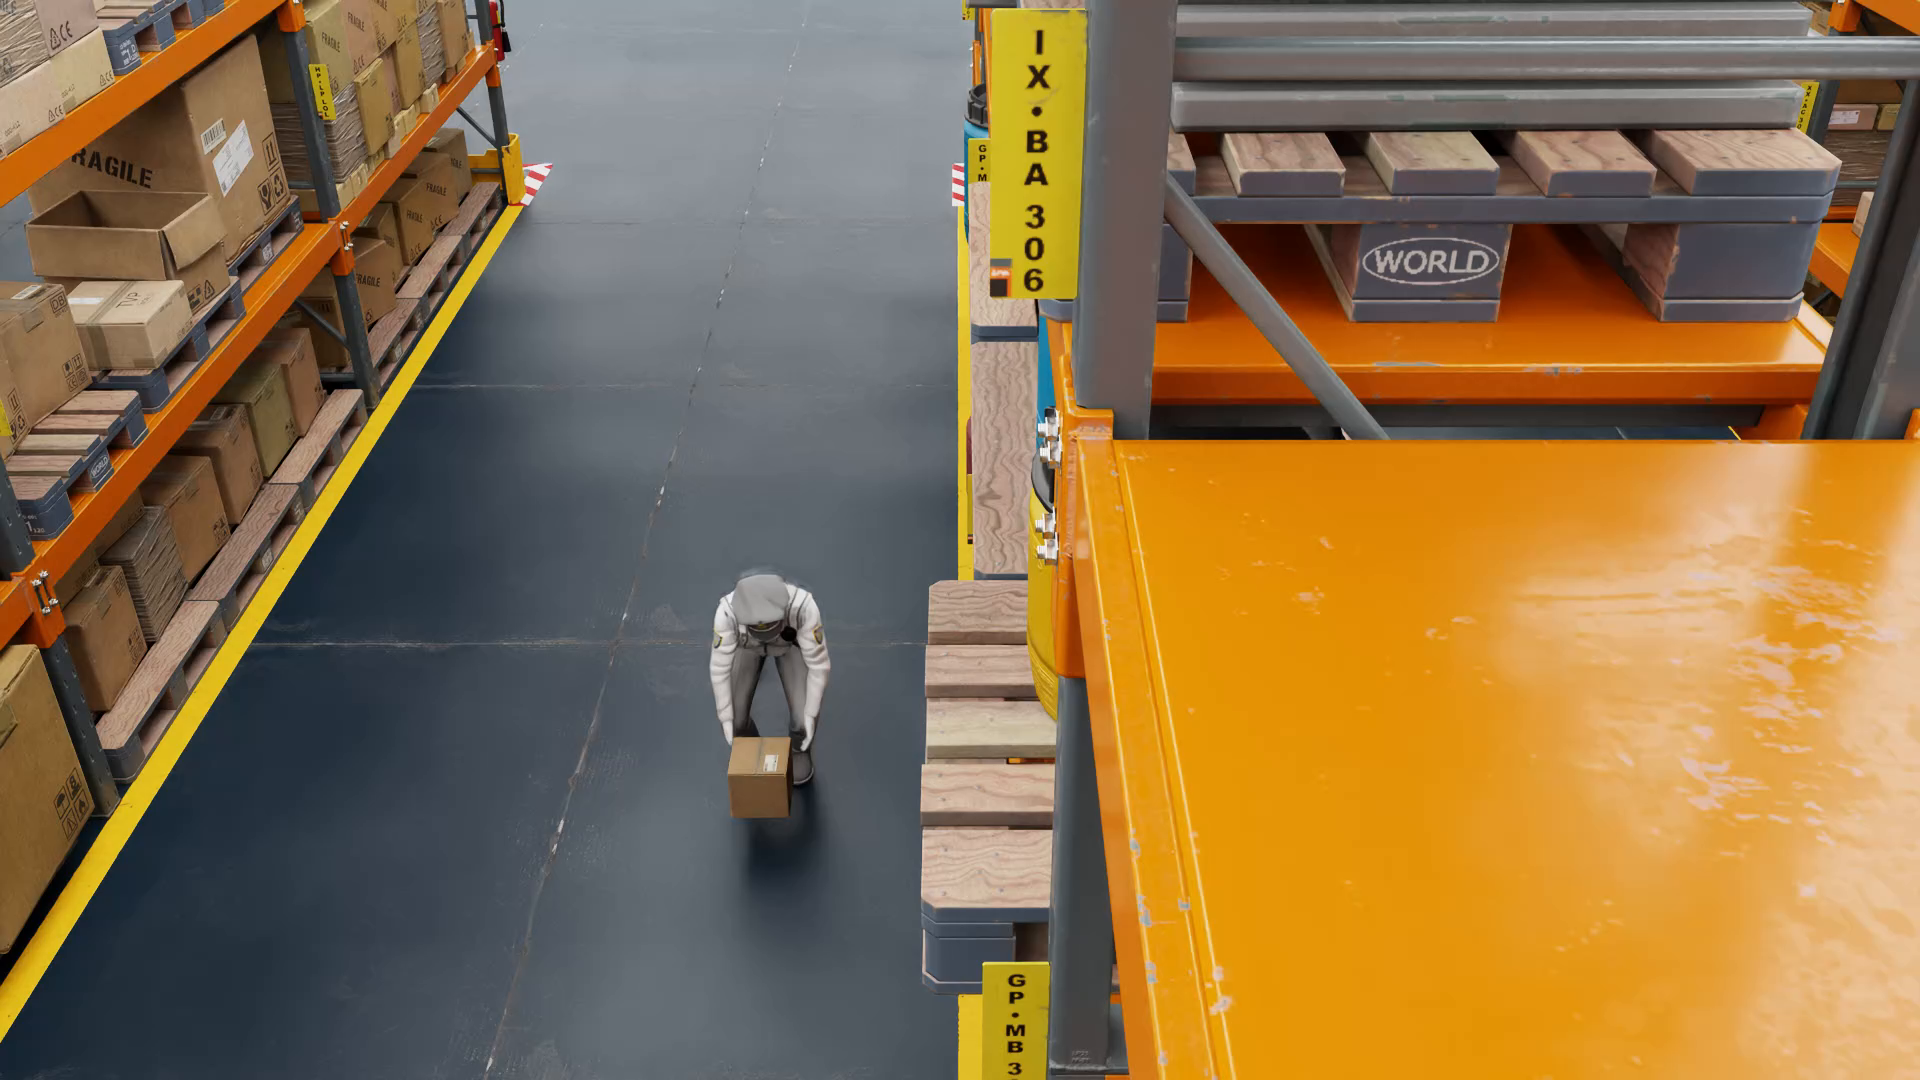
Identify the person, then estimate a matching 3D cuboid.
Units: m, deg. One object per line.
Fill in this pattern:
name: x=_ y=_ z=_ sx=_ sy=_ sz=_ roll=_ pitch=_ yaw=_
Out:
person: x=-0.831 y=0.581 z=7.403 sx=0.530 sy=1.240 sz=0.771 roll=0 pitch=32 yaw=0
